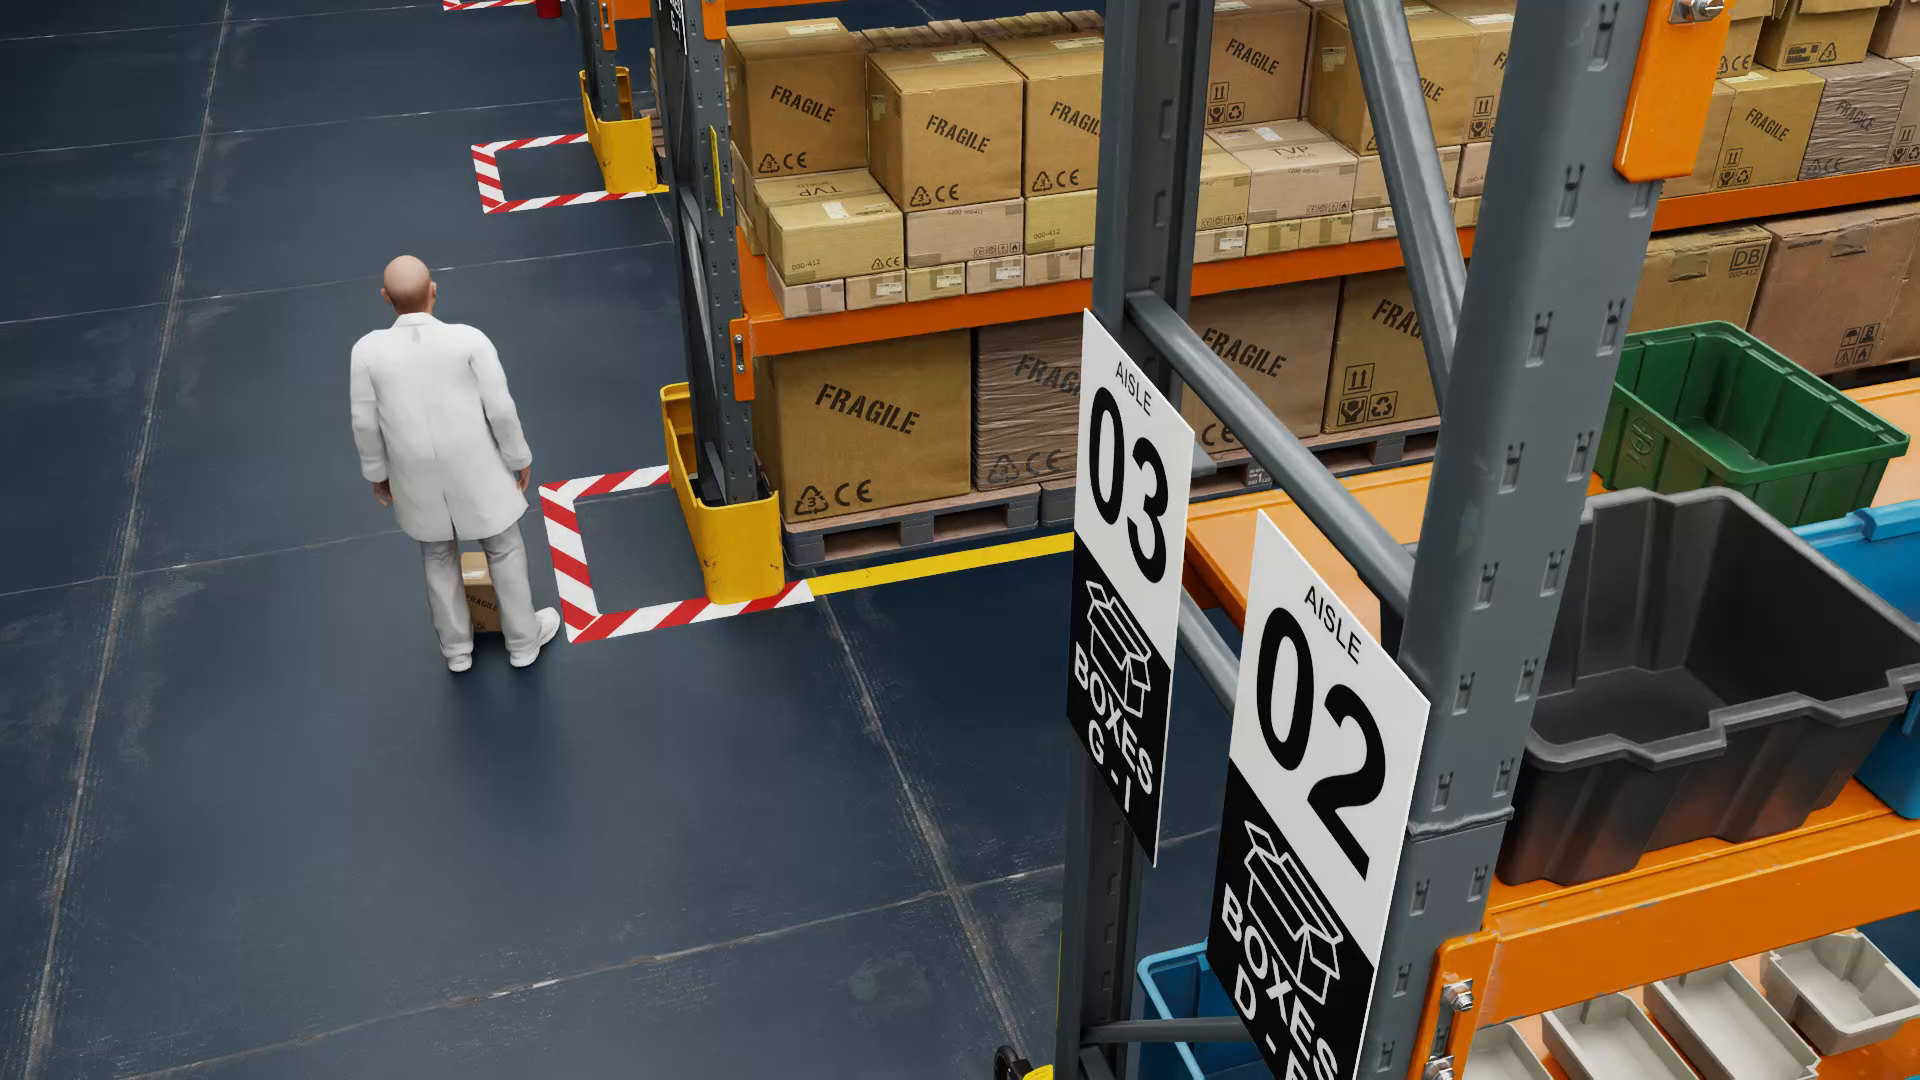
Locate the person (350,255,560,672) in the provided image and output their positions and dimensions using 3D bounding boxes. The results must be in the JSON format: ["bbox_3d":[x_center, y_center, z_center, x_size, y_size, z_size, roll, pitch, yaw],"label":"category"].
[{"bbox_3d":[-2.022,-0.275,6.571,0.652,1.773,0.425,-4,34,-6],"label":"person"}]
